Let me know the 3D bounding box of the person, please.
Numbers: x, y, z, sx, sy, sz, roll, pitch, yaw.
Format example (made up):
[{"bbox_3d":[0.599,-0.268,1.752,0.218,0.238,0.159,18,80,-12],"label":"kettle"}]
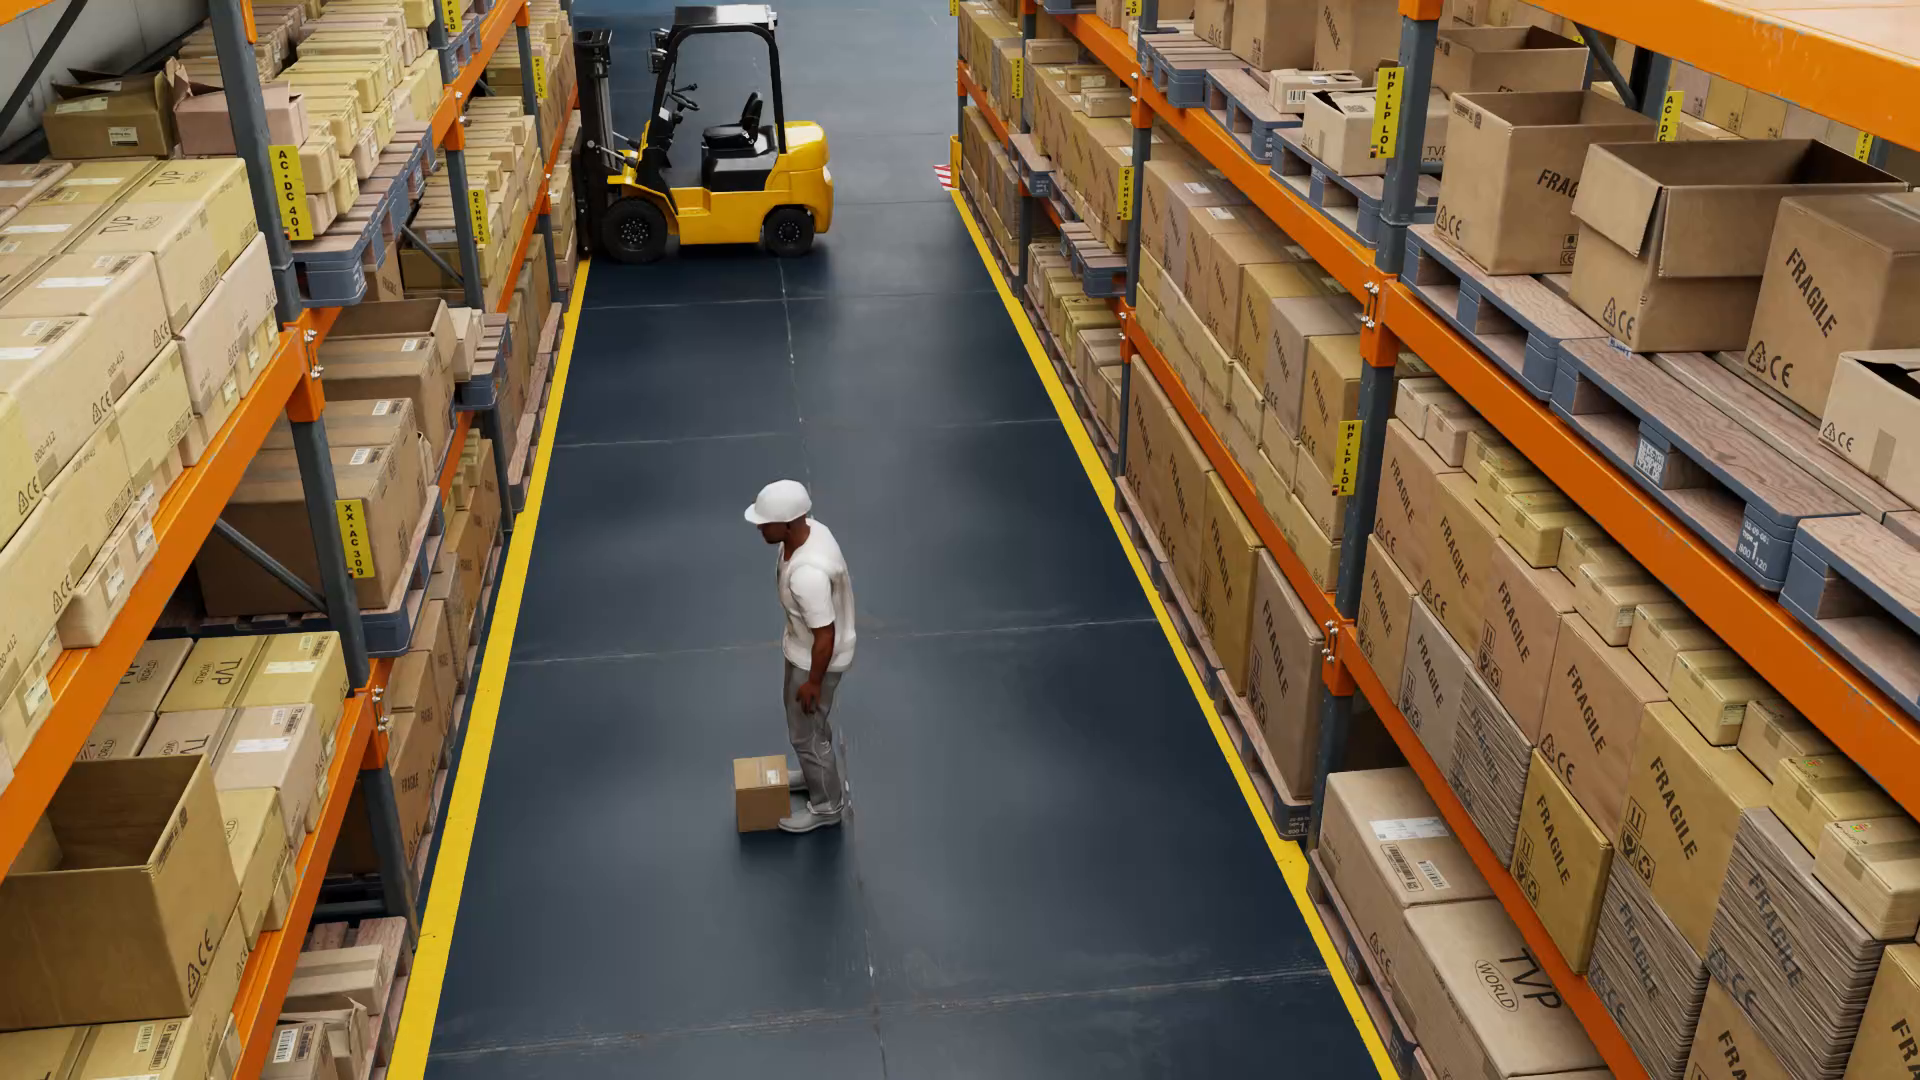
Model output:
[{"bbox_3d":[-0.710,0.513,7.593,0.463,1.759,0.620,-5,27,-9],"label":"person"}]
